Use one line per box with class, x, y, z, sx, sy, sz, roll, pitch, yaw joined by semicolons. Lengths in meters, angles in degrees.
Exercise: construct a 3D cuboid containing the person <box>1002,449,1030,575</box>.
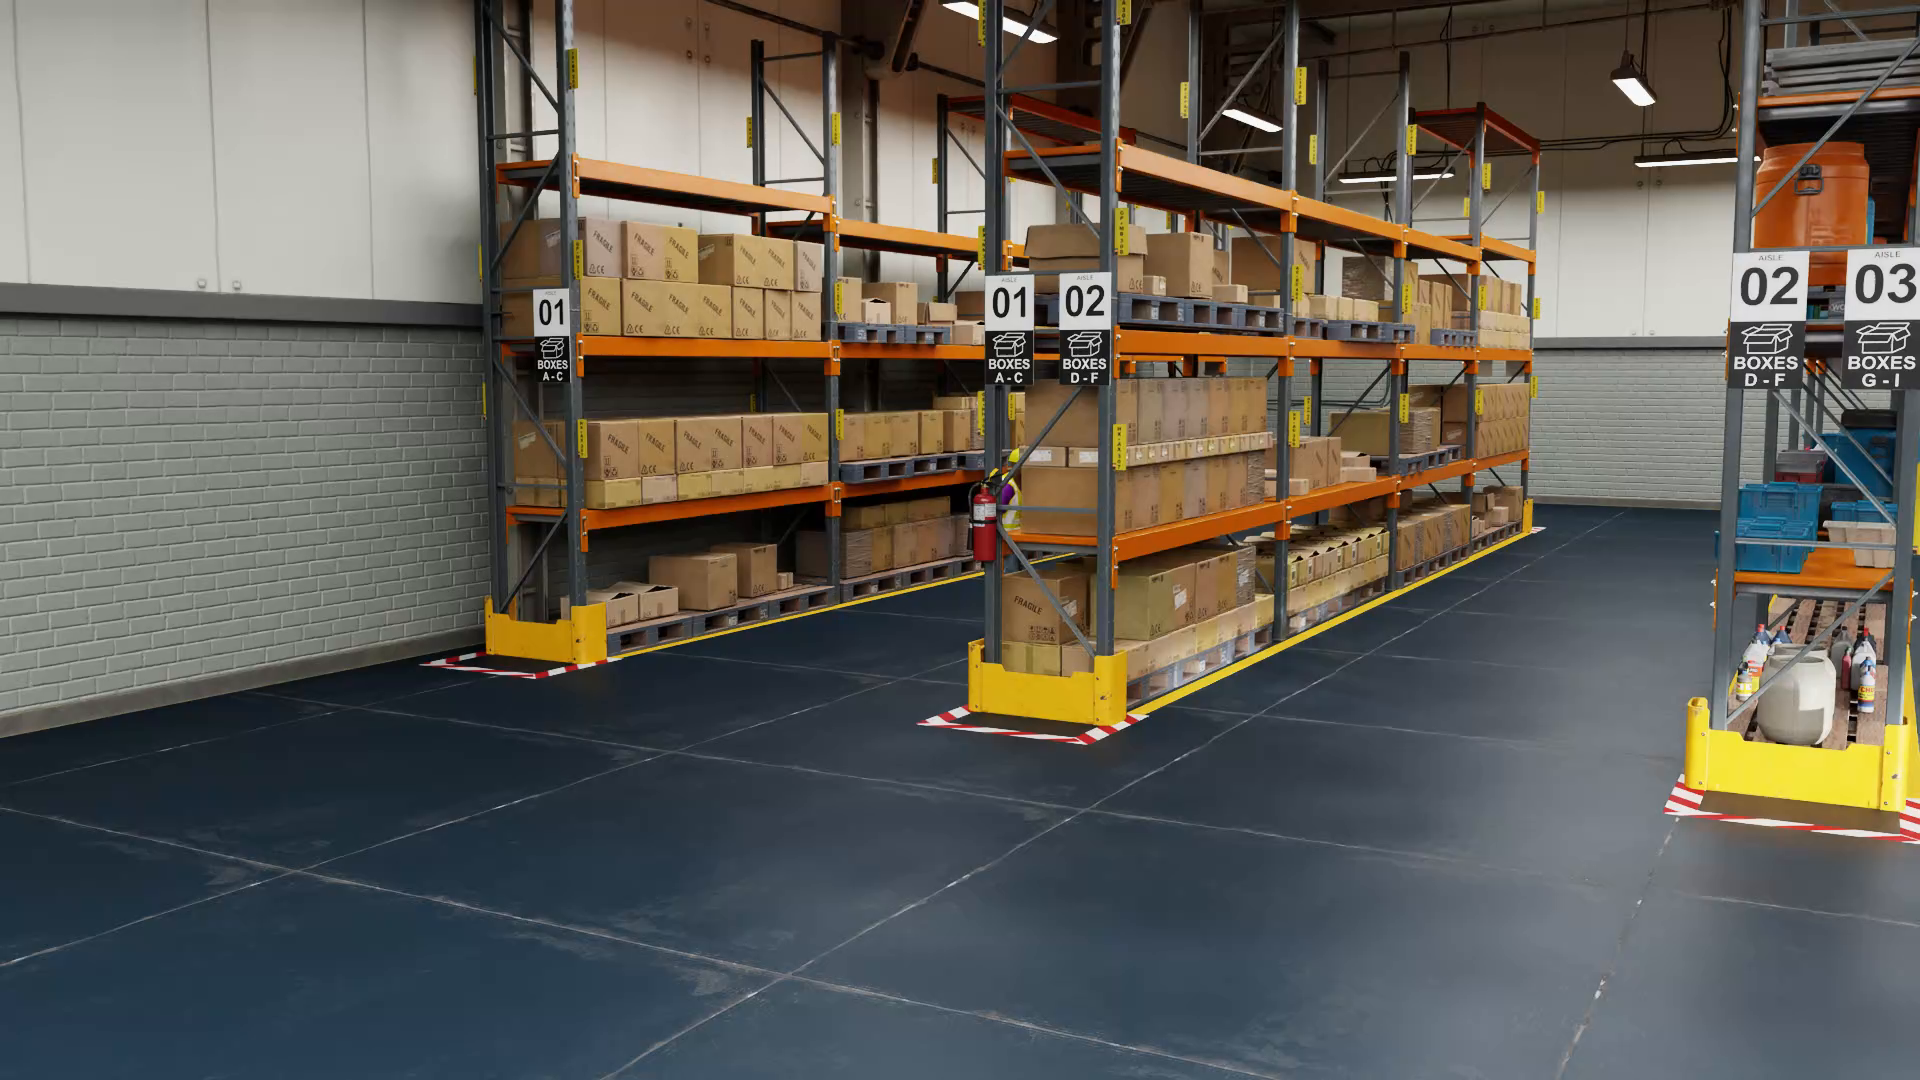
person;0.521;-0.007;16.125;0.461;1.760;0.626;3;7;28
